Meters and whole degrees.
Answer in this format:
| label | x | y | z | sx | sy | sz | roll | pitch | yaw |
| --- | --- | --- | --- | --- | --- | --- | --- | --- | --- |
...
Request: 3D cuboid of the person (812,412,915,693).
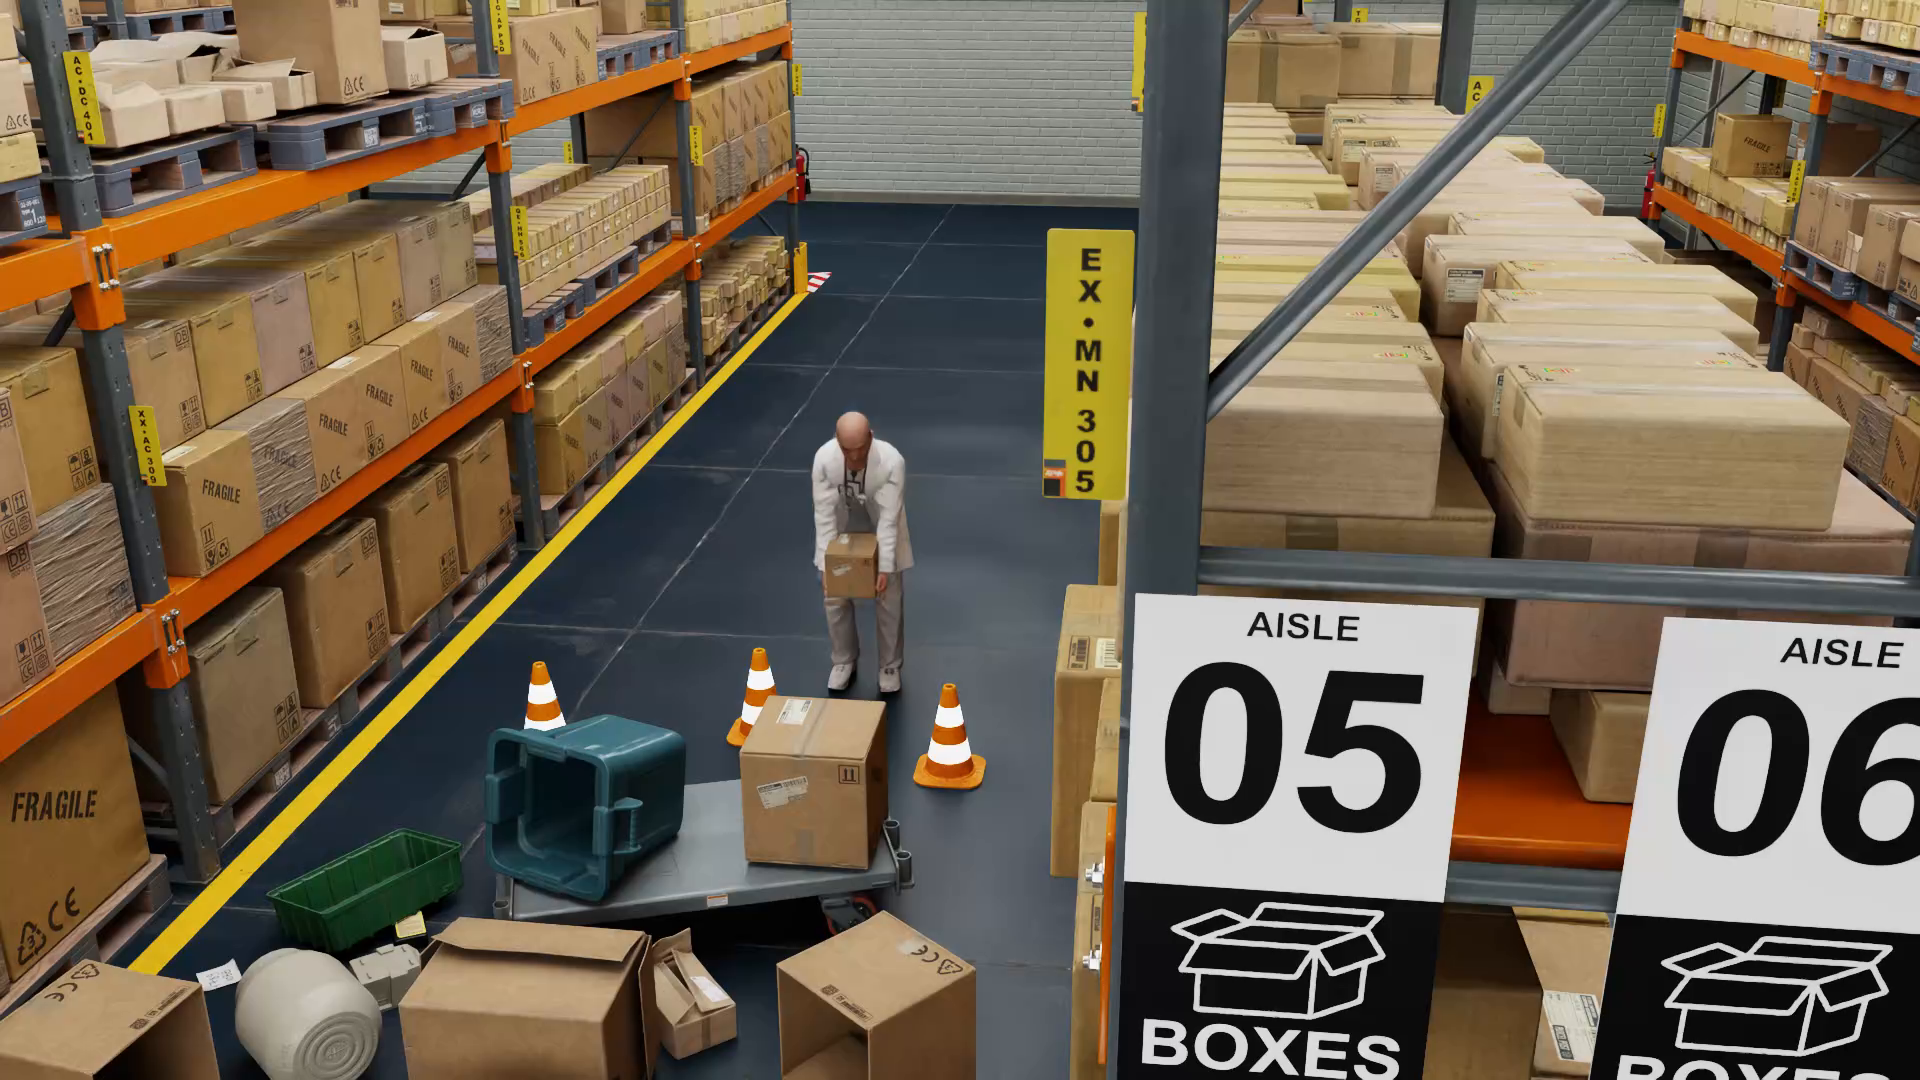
| label | x | y | z | sx | sy | sz | roll | pitch | yaw |
| --- | --- | --- | --- | --- | --- | --- | --- | --- | --- |
| person | -0.524 | 0.048 | 8.688 | 0.544 | 1.633 | 0.697 | 2 | 21 | 5 |
